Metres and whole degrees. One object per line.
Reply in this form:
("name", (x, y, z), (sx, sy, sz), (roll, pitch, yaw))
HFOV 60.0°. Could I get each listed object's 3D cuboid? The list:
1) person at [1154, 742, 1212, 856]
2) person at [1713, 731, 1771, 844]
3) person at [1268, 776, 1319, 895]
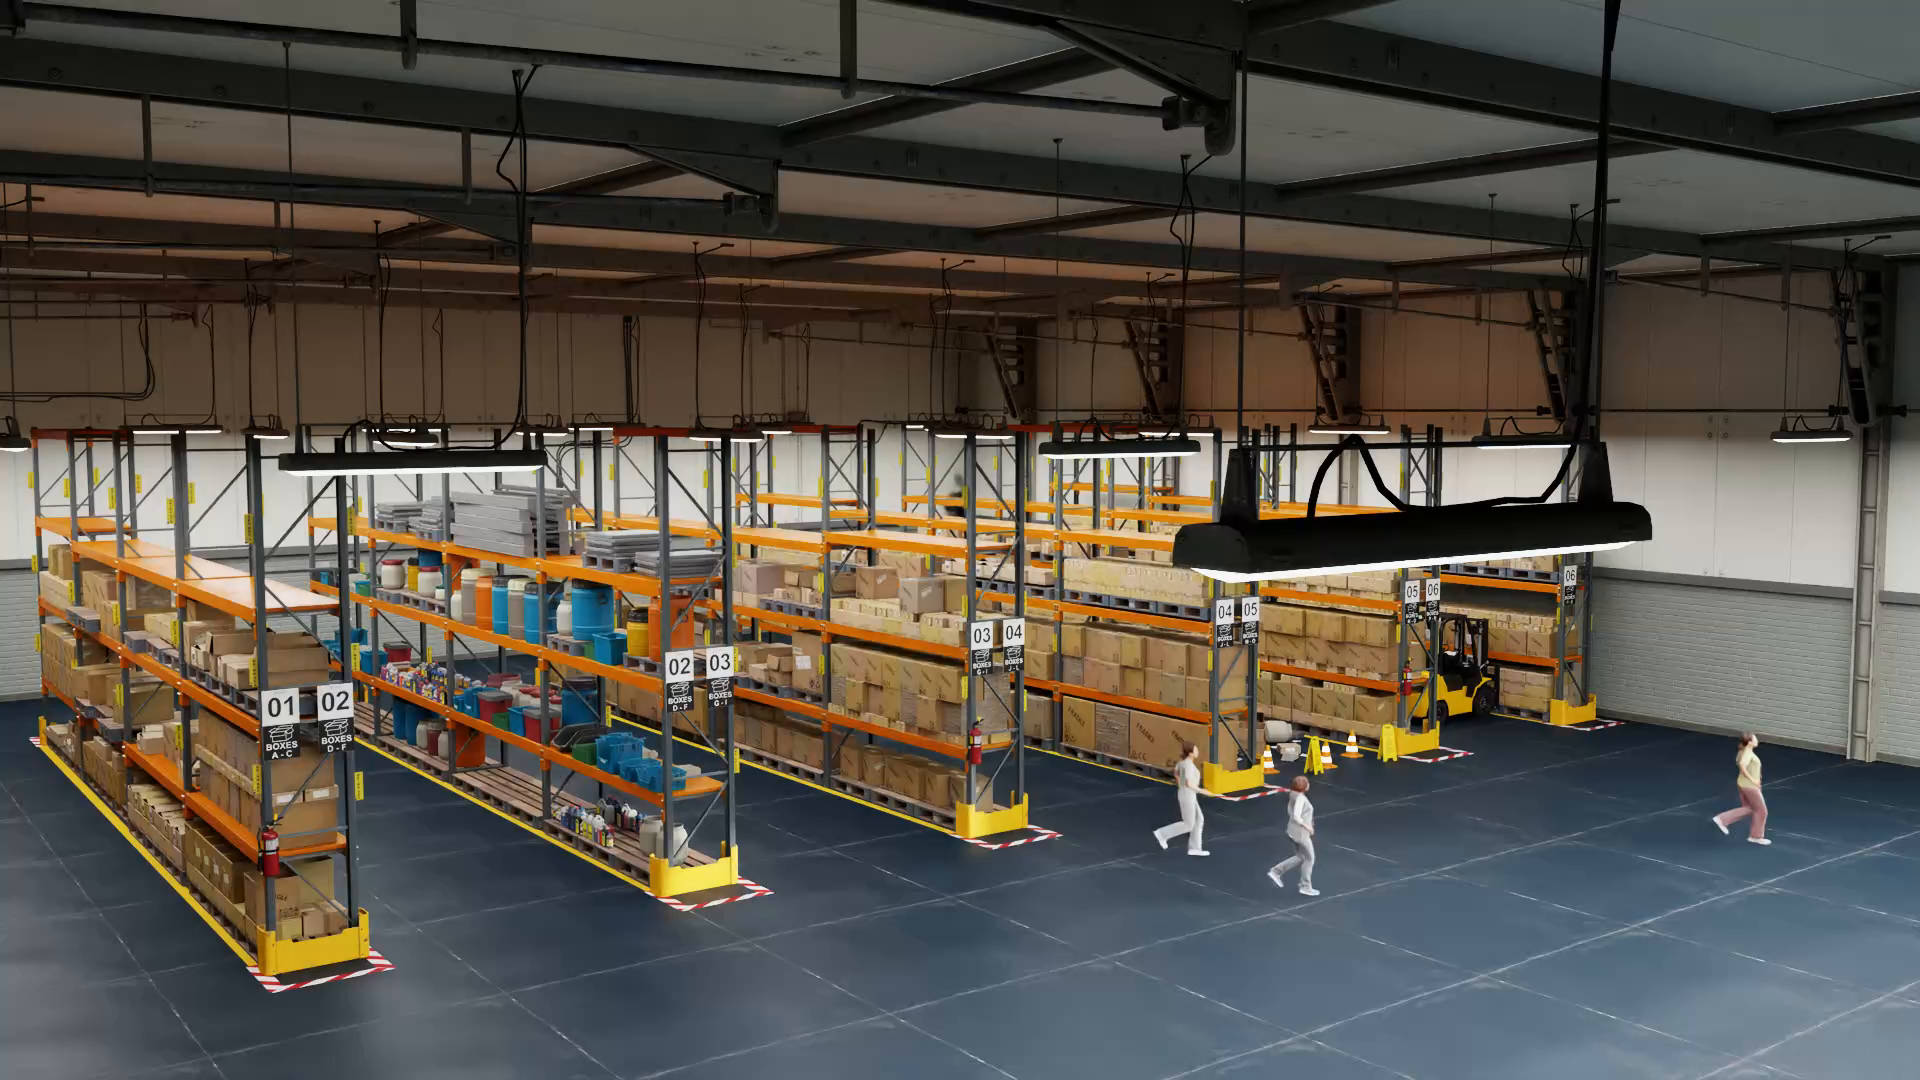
("person", (3.138, 3.669, 23.540), (0.805, 1.639, 0.560), (0, 4, -3))
("person", (11.432, 3.604, 24.246), (0.790, 1.651, 0.593), (1, 5, 10))
("person", (4.374, 3.850, 21.638), (0.664, 1.589, 0.550), (0, 4, -6))
